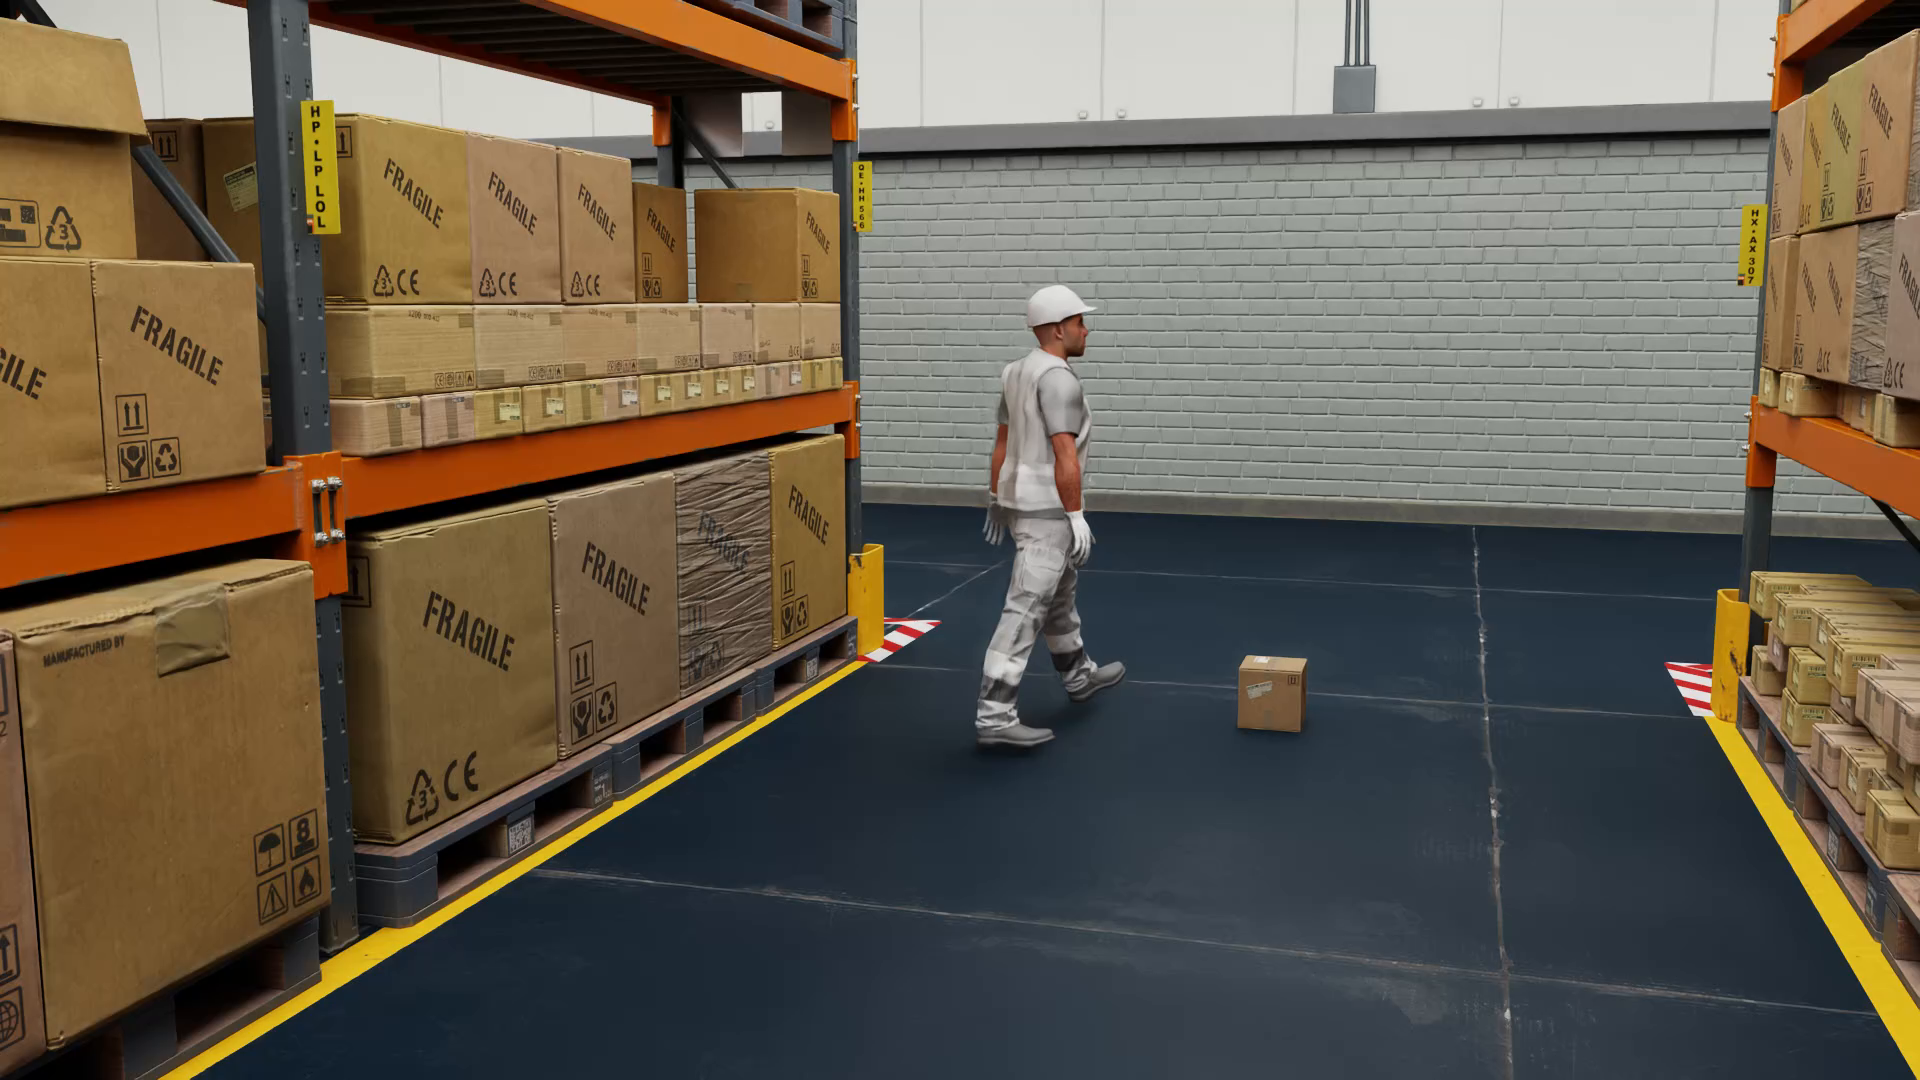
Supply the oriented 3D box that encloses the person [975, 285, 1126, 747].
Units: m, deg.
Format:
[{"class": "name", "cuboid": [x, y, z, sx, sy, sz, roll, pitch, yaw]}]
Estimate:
[{"class": "person", "cuboid": [0.401, -0.123, 6.583, 0.853, 1.750, 0.777, -3, 9, -17]}]
